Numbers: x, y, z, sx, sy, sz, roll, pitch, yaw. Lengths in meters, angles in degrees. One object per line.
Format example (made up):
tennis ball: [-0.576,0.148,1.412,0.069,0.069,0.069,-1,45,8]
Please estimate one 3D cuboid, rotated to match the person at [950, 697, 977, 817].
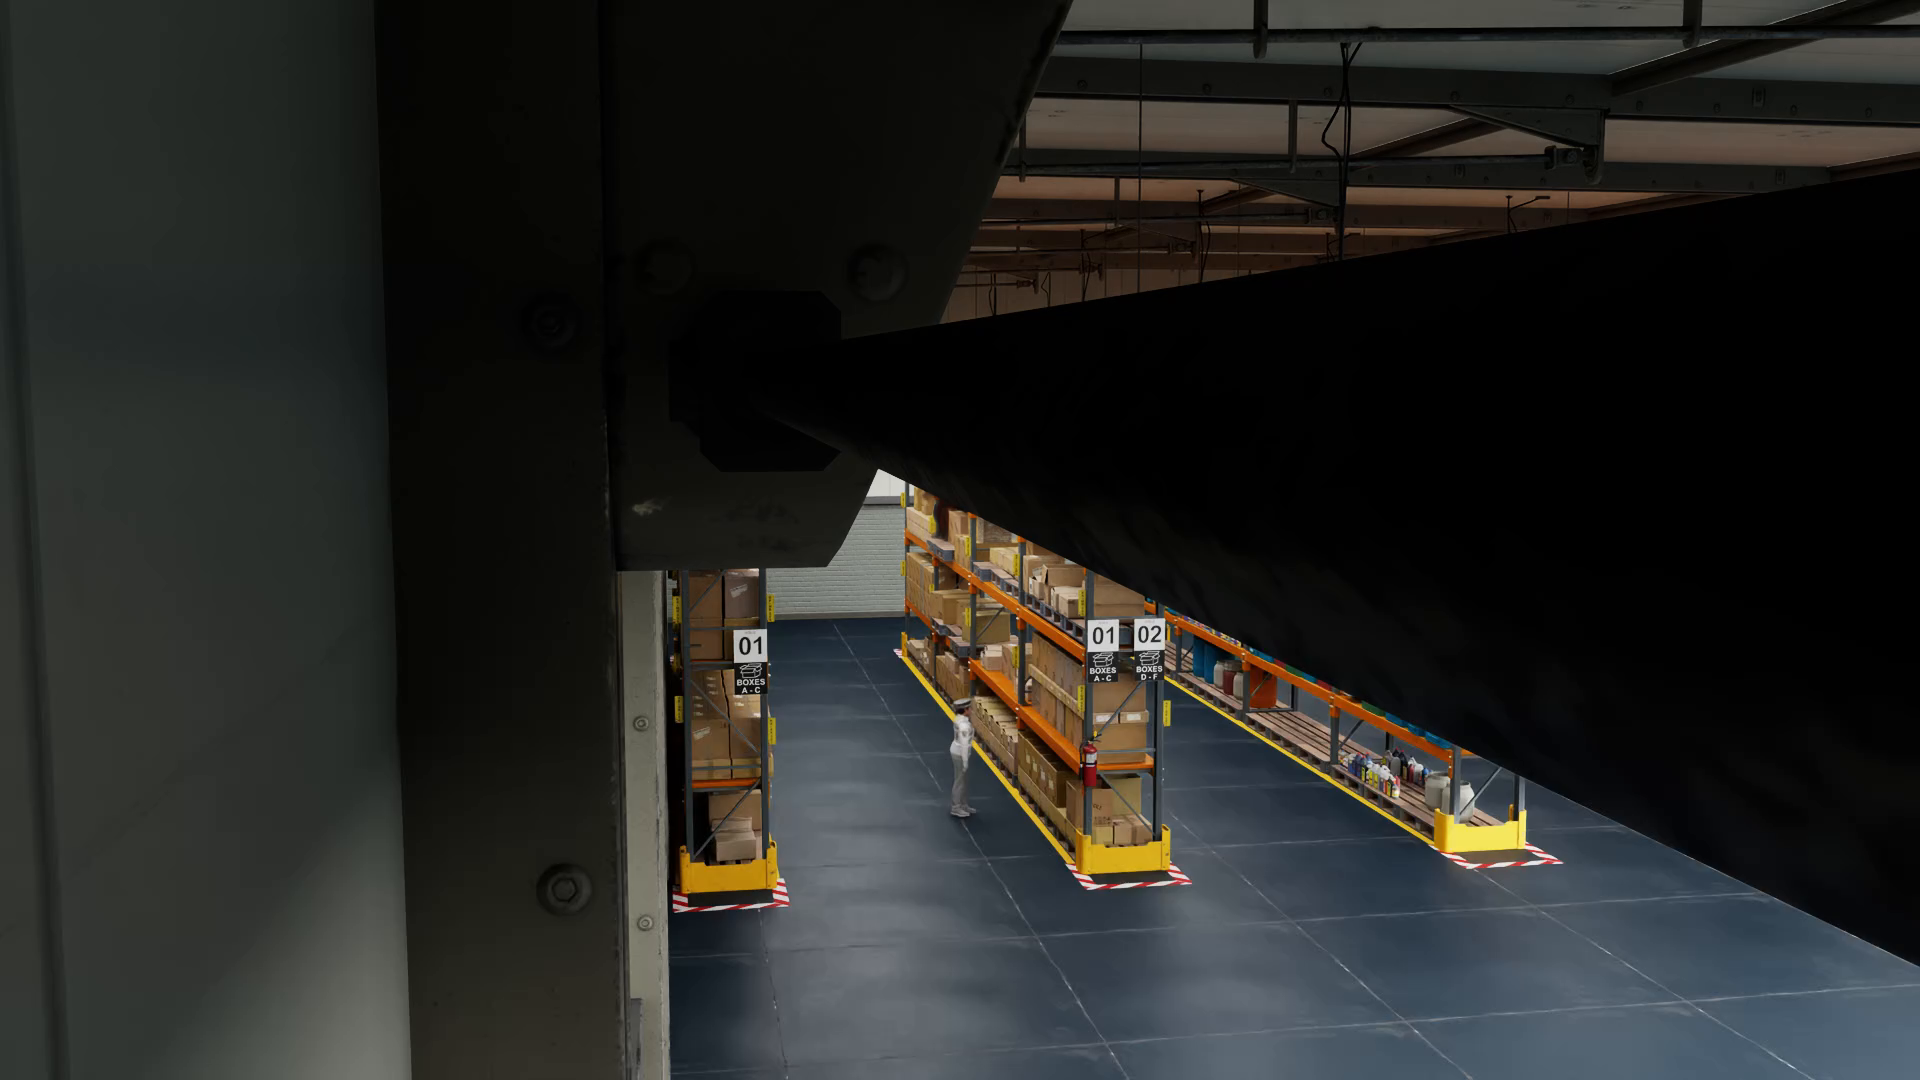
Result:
person: [0.059,3.063,23.470,0.396,1.693,0.492,-1,6,-6]
